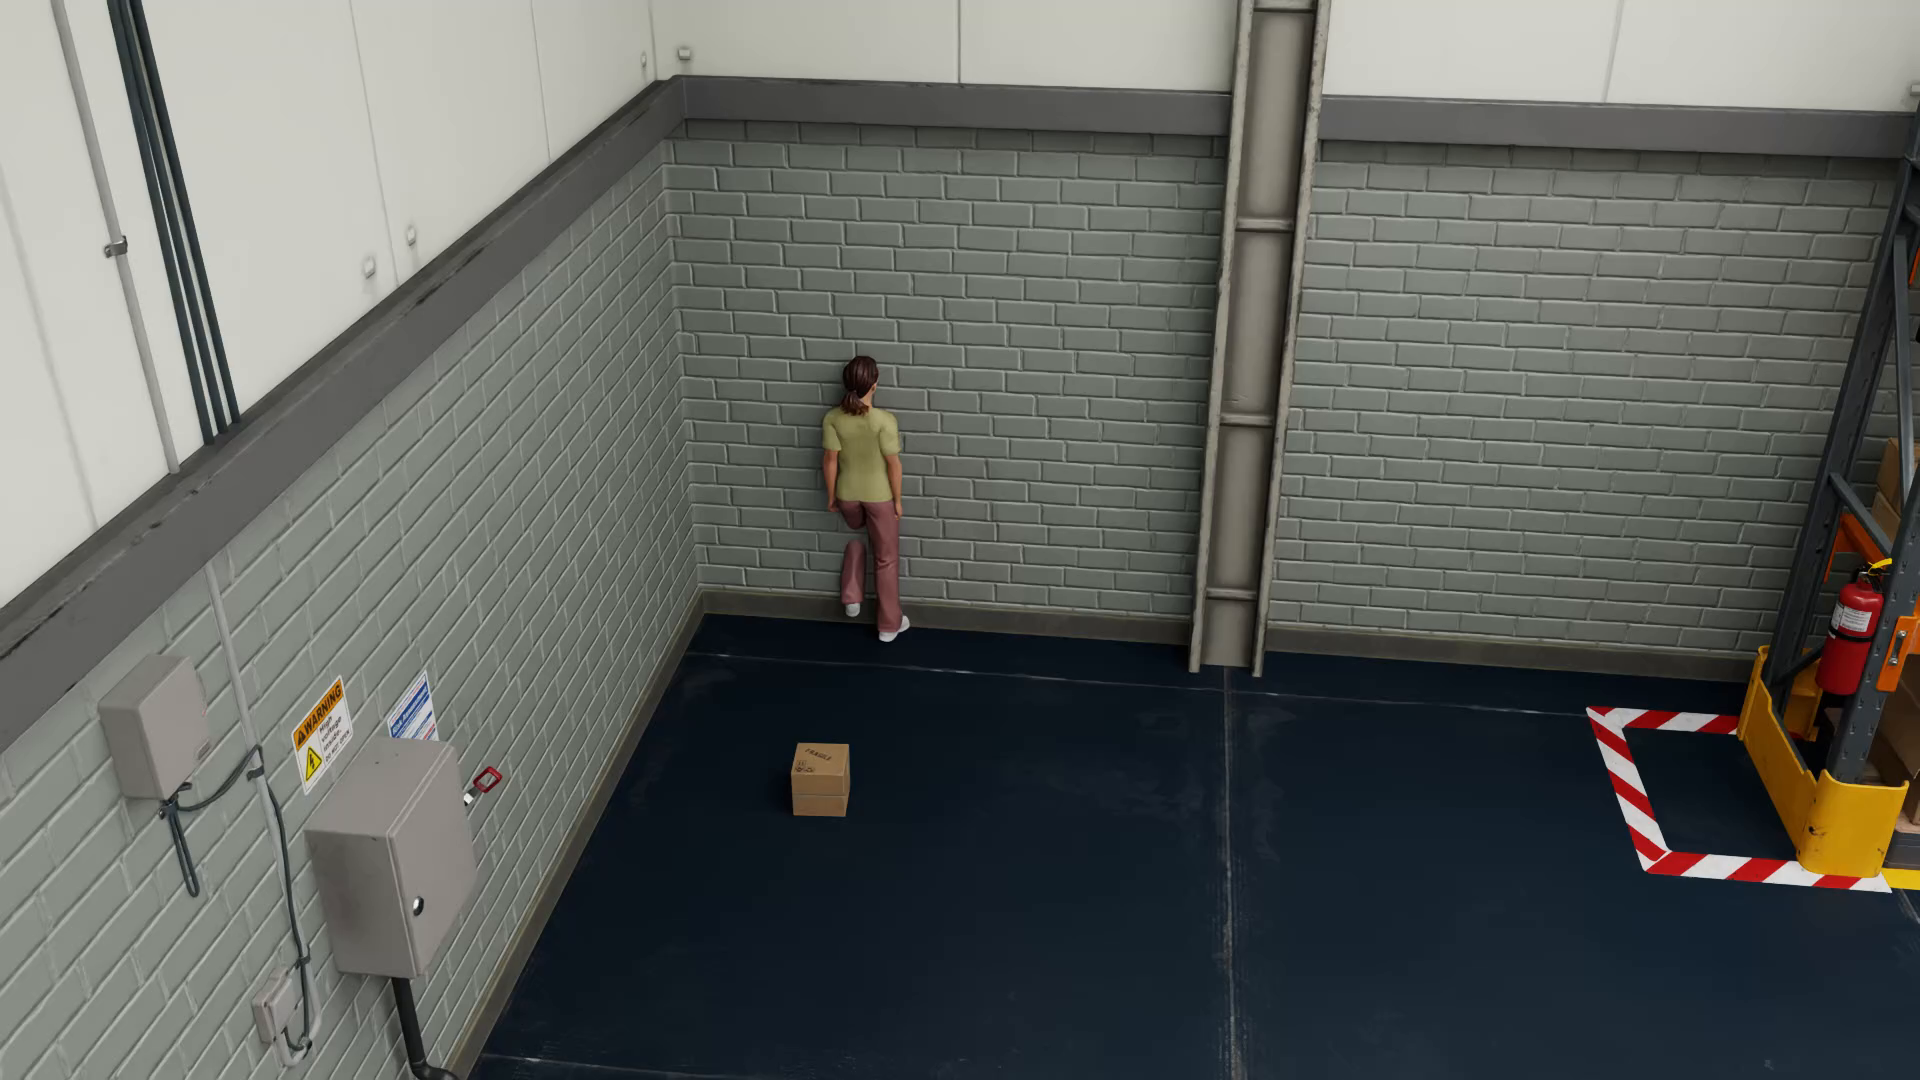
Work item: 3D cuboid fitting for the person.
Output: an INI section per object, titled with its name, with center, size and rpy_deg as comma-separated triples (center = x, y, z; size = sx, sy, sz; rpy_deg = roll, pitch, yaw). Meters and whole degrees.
[person]
center = -0.499, -0.244, 9.074
size = 0.431, 1.673, 0.470
rpy_deg = 6, 29, 11
